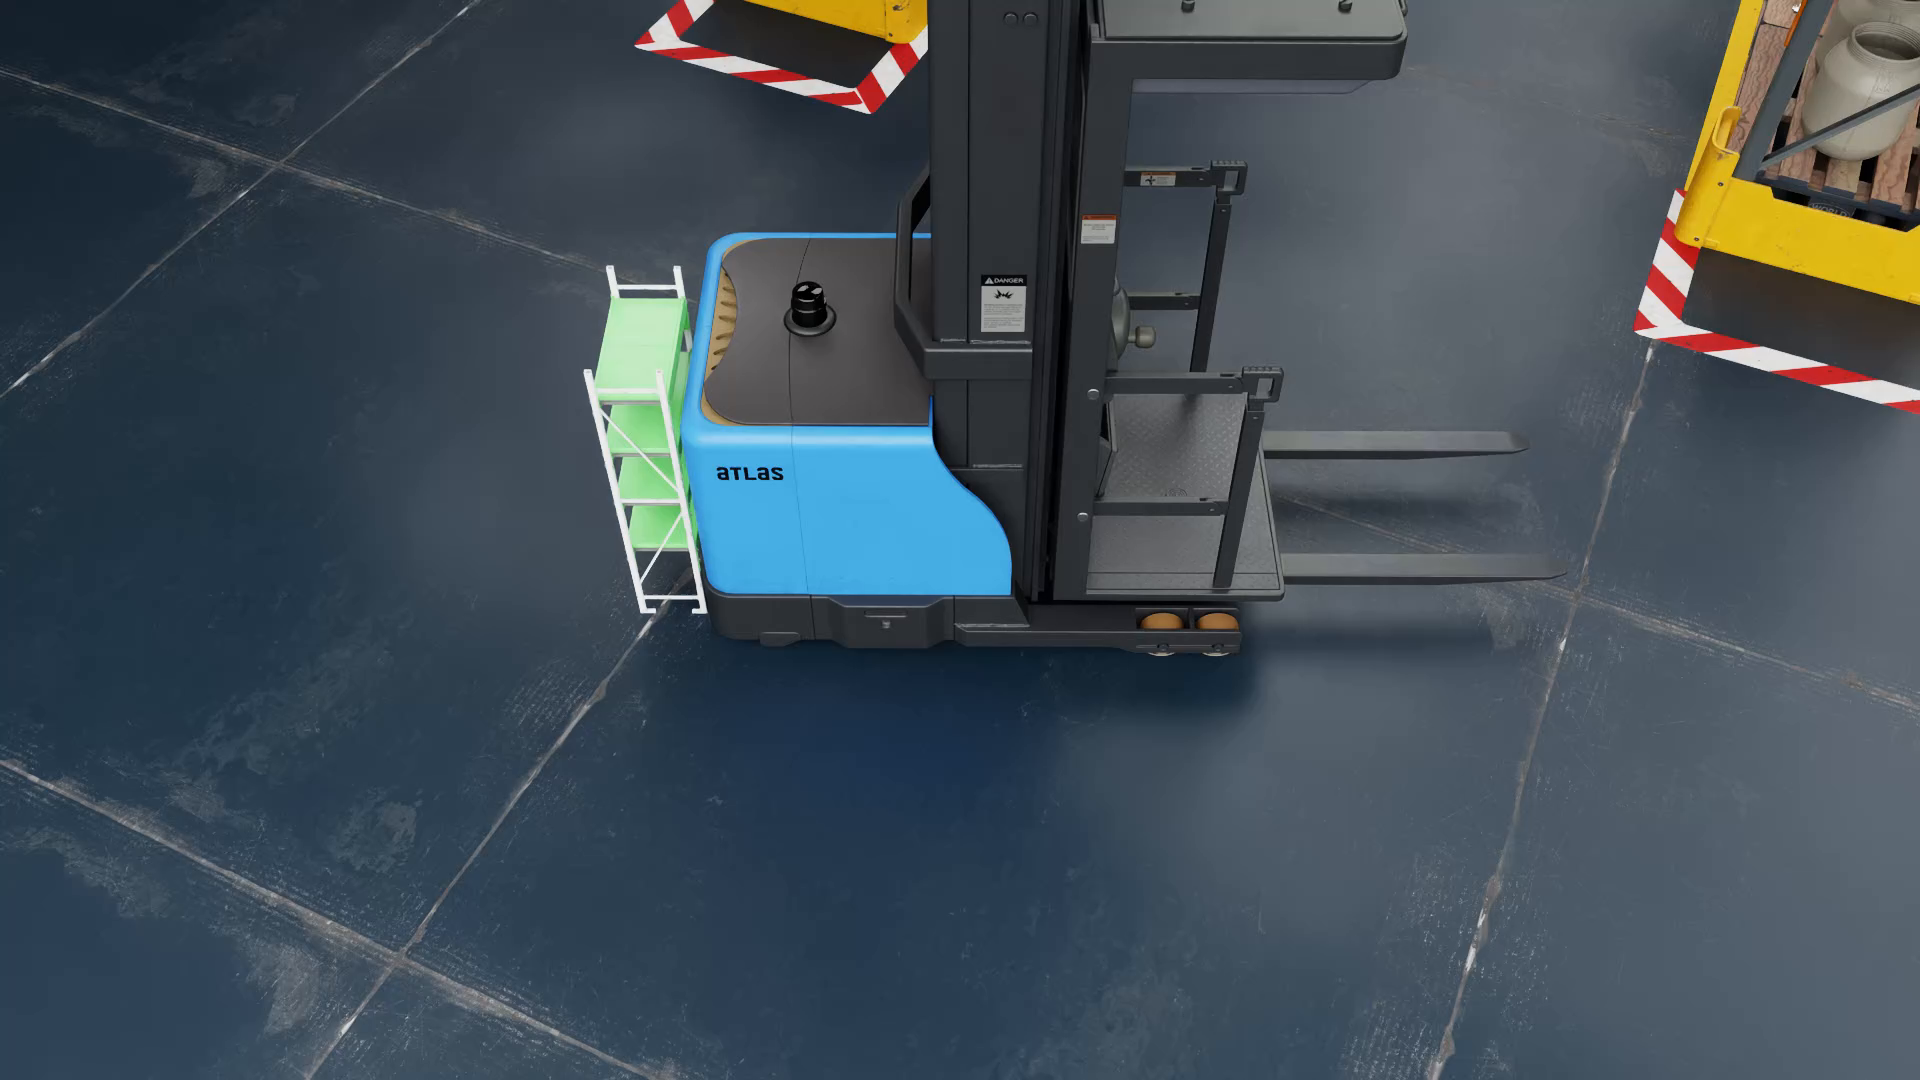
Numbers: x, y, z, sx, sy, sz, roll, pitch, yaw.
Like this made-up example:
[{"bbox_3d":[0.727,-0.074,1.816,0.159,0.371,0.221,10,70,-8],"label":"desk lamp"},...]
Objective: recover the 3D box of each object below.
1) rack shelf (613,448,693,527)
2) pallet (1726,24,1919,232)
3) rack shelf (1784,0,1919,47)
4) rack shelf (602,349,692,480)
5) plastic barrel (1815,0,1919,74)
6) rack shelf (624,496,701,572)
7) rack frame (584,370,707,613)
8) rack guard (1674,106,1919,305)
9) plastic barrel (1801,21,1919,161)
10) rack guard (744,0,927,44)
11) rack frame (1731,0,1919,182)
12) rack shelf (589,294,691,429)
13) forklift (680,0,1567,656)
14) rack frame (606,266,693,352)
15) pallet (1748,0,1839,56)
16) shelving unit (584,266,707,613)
[{"bbox_3d":[-1.035,-0.274,5.779,0.258,0.148,0.480,0,50,0],"label":"rack shelf"},{"bbox_3d":[4.113,-1.886,7.716,1.003,0.211,1.213,20,52,16],"label":"pallet"},{"bbox_3d":[4.625,-3.308,7.568,1.077,0.370,4.000,20,52,16],"label":"rack shelf"},{"bbox_3d":[-1.035,-0.429,5.596,0.258,0.148,0.480,0,50,0],"label":"rack shelf"},{"bbox_3d":[4.197,-2.317,7.610,0.421,0.512,0.421,0,50,0],"label":"plastic barrel"},{"bbox_3d":[-1.035,-0.118,5.962,0.258,0.148,0.480,0,50,0],"label":"rack shelf"},{"bbox_3d":[-1.036,-0.129,5.572,0.240,1.200,0.015,0,50,0],"label":"rack frame"},{"bbox_3d":[3.761,-1.422,7.131,1.175,0.500,0.348,20,52,16],"label":"rack guard"},{"bbox_3d":[3.983,-1.972,7.316,0.421,0.512,0.421,0,50,0],"label":"plastic barrel"},{"bbox_3d":[-0.716,-2.952,8.433,1.175,0.500,0.348,20,52,16],"label":"rack guard"},{"bbox_3d":[3.771,-2.164,6.122,1.000,3.000,0.127,20,52,16],"label":"rack frame"},{"bbox_3d":[-1.035,-0.585,5.414,0.258,0.148,0.480,0,50,0],"label":"rack shelf"},{"bbox_3d":[0.628,-0.948,5.132,3.031,2.935,1.130,0,50,0],"label":"forklift"},{"bbox_3d":[-1.034,-0.501,5.889,0.240,1.200,0.015,0,50,0],"label":"rack frame"},{"bbox_3d":[4.635,-2.723,8.428,1.003,0.211,1.213,20,52,16],"label":"pallet"},{"bbox_3d":[-1.035,-0.315,5.730,0.258,1.200,0.503,0,50,0],"label":"shelving unit"}]
